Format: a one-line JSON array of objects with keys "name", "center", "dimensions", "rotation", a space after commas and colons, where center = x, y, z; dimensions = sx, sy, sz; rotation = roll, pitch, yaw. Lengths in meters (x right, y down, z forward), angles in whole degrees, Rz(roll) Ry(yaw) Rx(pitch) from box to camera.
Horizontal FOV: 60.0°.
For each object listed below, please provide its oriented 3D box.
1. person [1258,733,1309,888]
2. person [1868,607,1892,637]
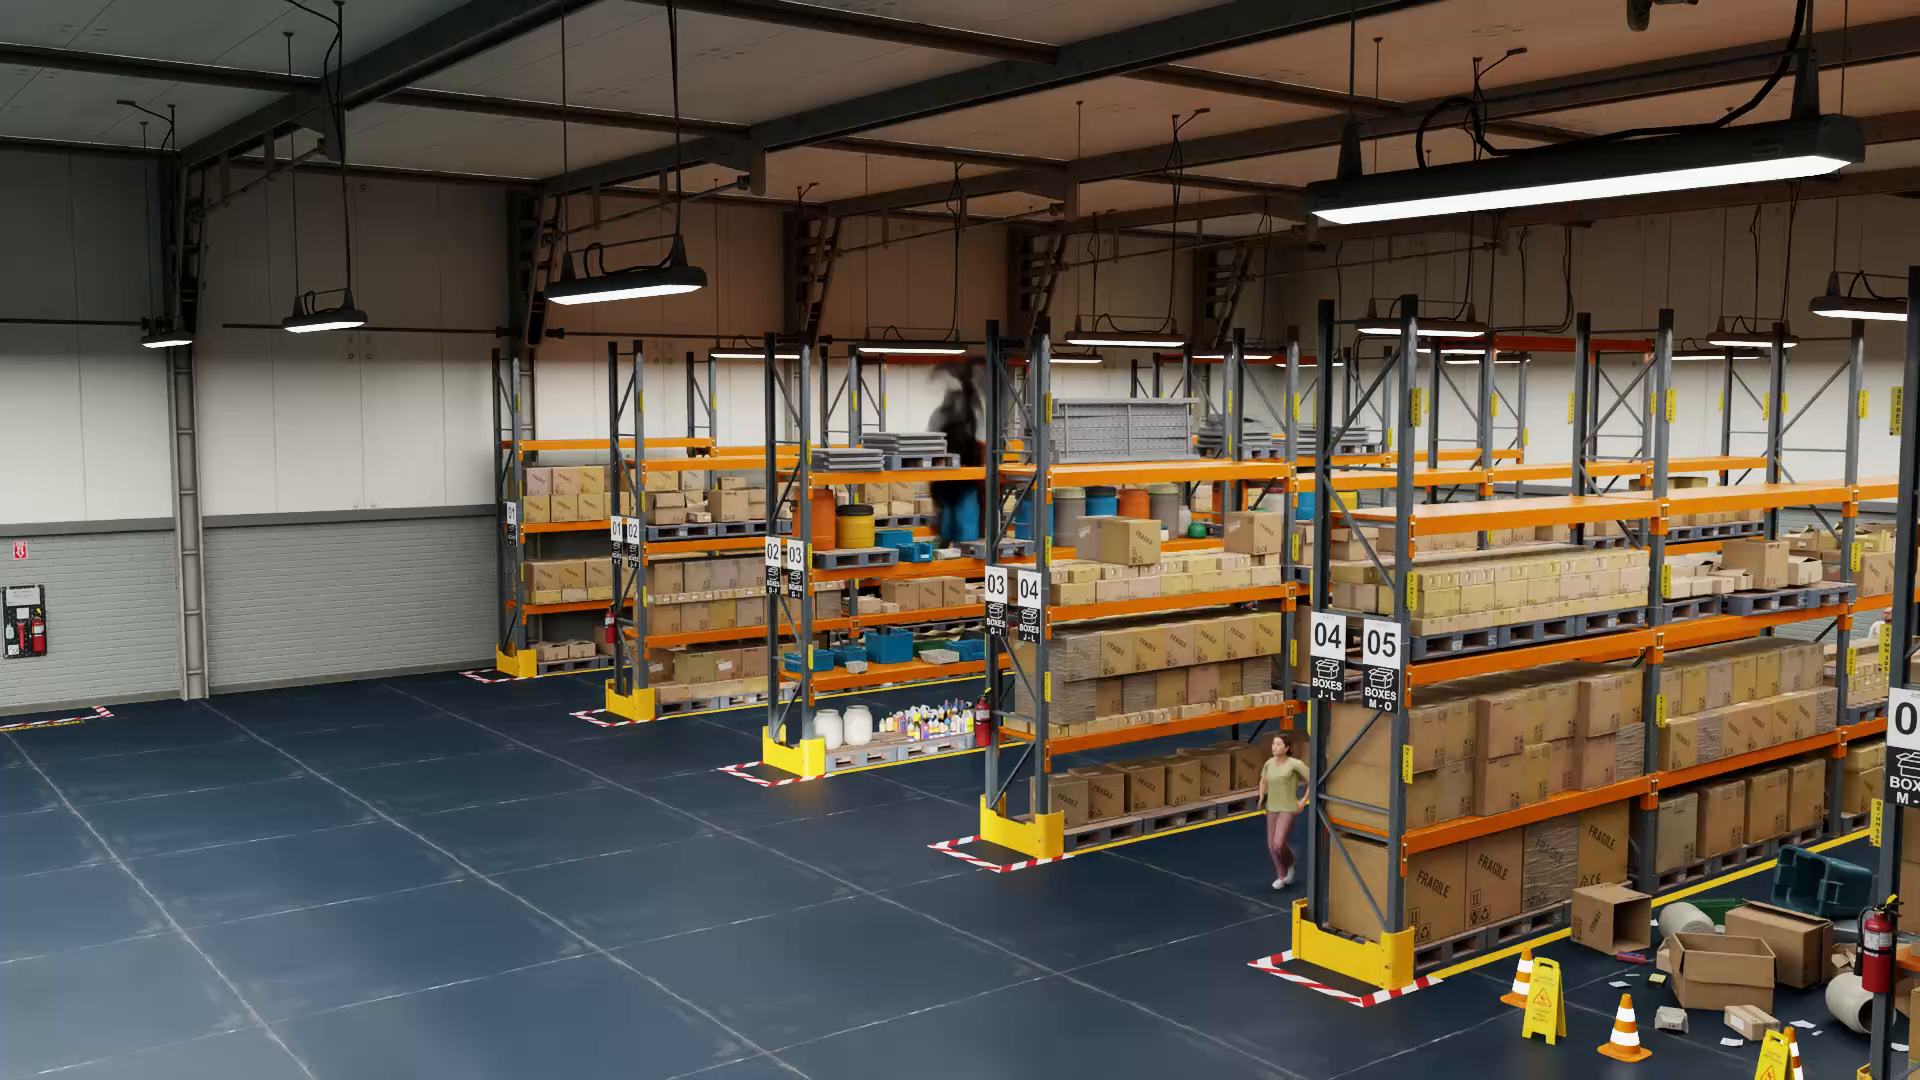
[{"name": "person", "center": [3.339, 2.834, 17.338], "dimensions": [0.590, 1.630, 0.507], "rotation": [4, 7, 40]}, {"name": "person", "center": [14.997, 1.945, 26.835], "dimensions": [0.634, 1.751, 0.732], "rotation": [-4, 6, -38]}]
